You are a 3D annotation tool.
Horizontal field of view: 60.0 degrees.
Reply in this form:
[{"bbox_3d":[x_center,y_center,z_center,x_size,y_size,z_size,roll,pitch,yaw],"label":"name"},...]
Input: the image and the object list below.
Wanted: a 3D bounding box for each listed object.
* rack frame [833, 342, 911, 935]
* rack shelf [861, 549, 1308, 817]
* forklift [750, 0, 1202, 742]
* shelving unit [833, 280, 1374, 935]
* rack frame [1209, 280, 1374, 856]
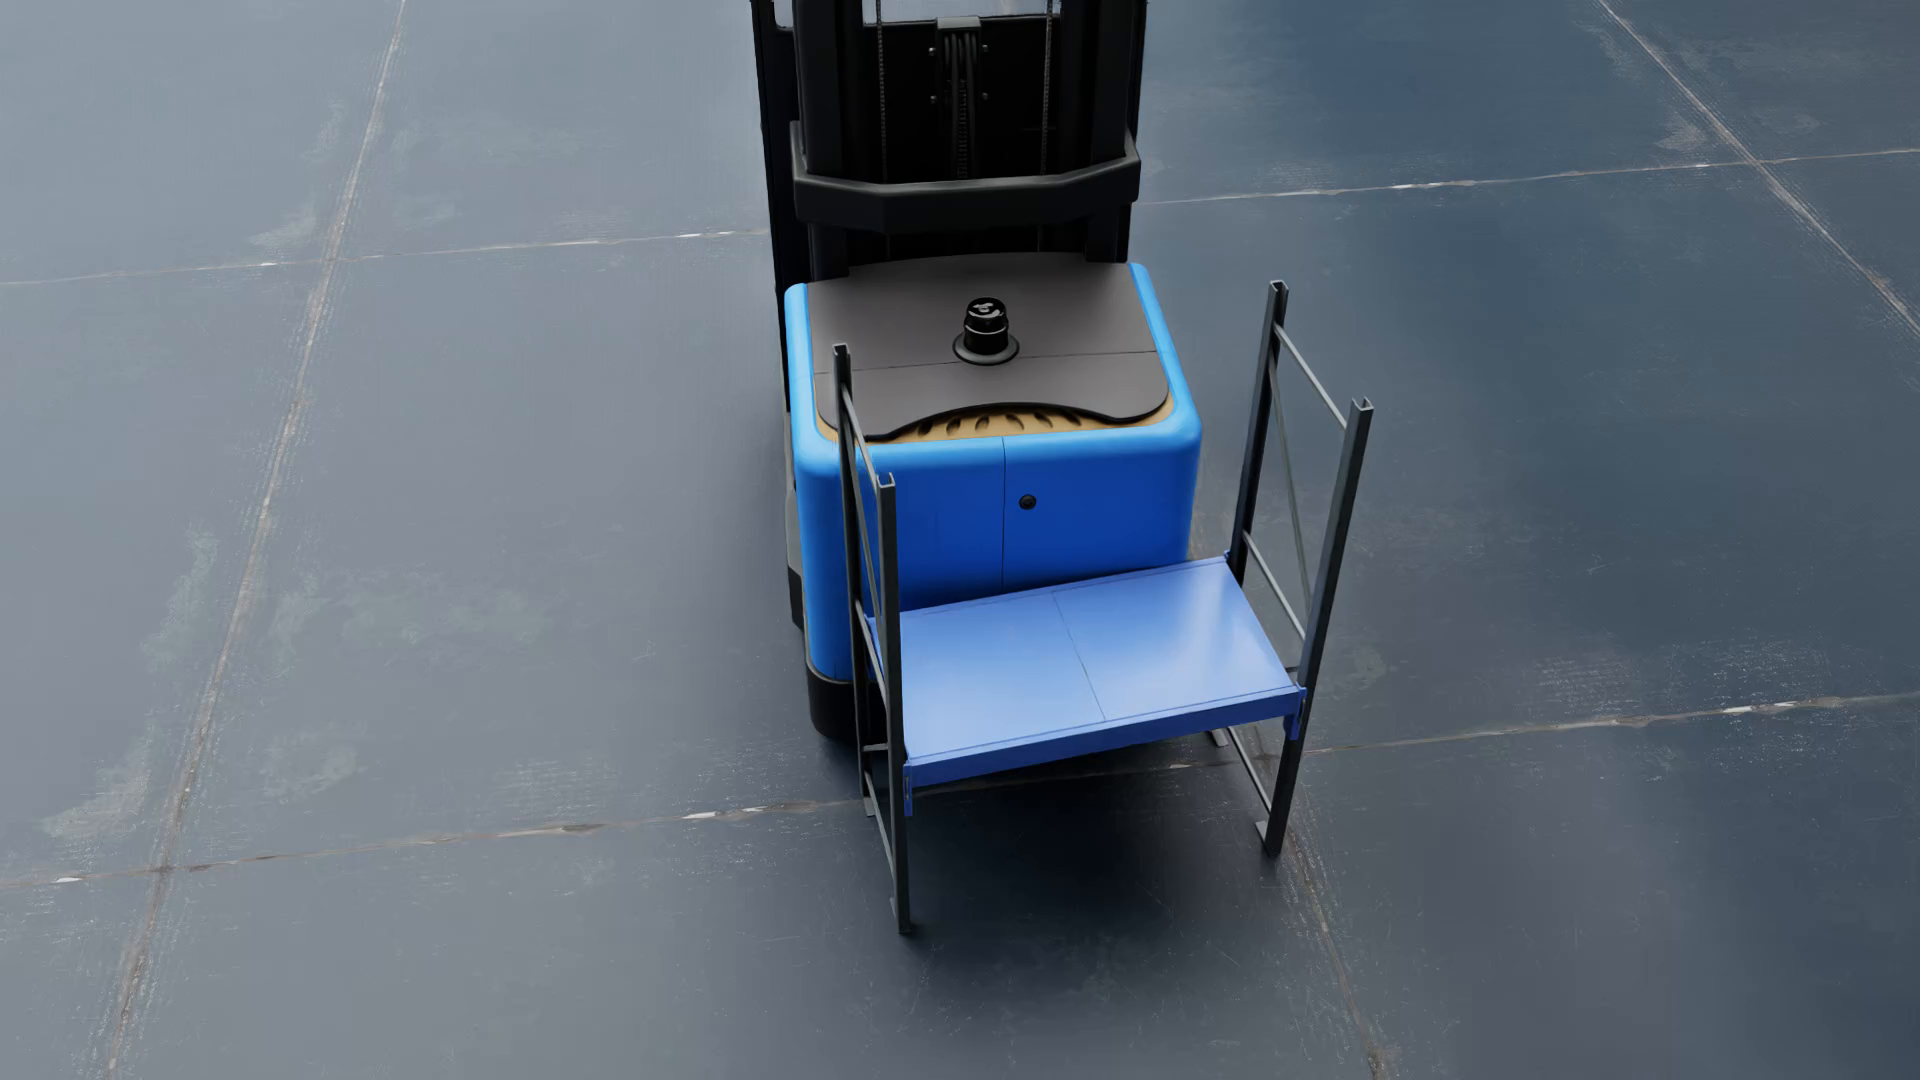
[{"bbox_3d":[-0.202,0.291,3.945,0.032,1.500,0.500,-10,43,-10],"label":"rack frame"},{"bbox_3d":[0.291,0.341,4.158,1.000,0.185,0.538,-10,43,-10],"label":"rack shelf"},{"bbox_3d":[-0.057,-1.508,4.871,1.130,2.935,3.031,-4,42,-5],"label":"forklift"},{"bbox_3d":[0.291,0.208,4.037,1.048,1.500,0.538,-10,43,-10],"label":"shelving unit"},{"bbox_3d":[0.784,0.124,4.130,0.032,1.500,0.500,-10,43,-10],"label":"rack frame"}]
